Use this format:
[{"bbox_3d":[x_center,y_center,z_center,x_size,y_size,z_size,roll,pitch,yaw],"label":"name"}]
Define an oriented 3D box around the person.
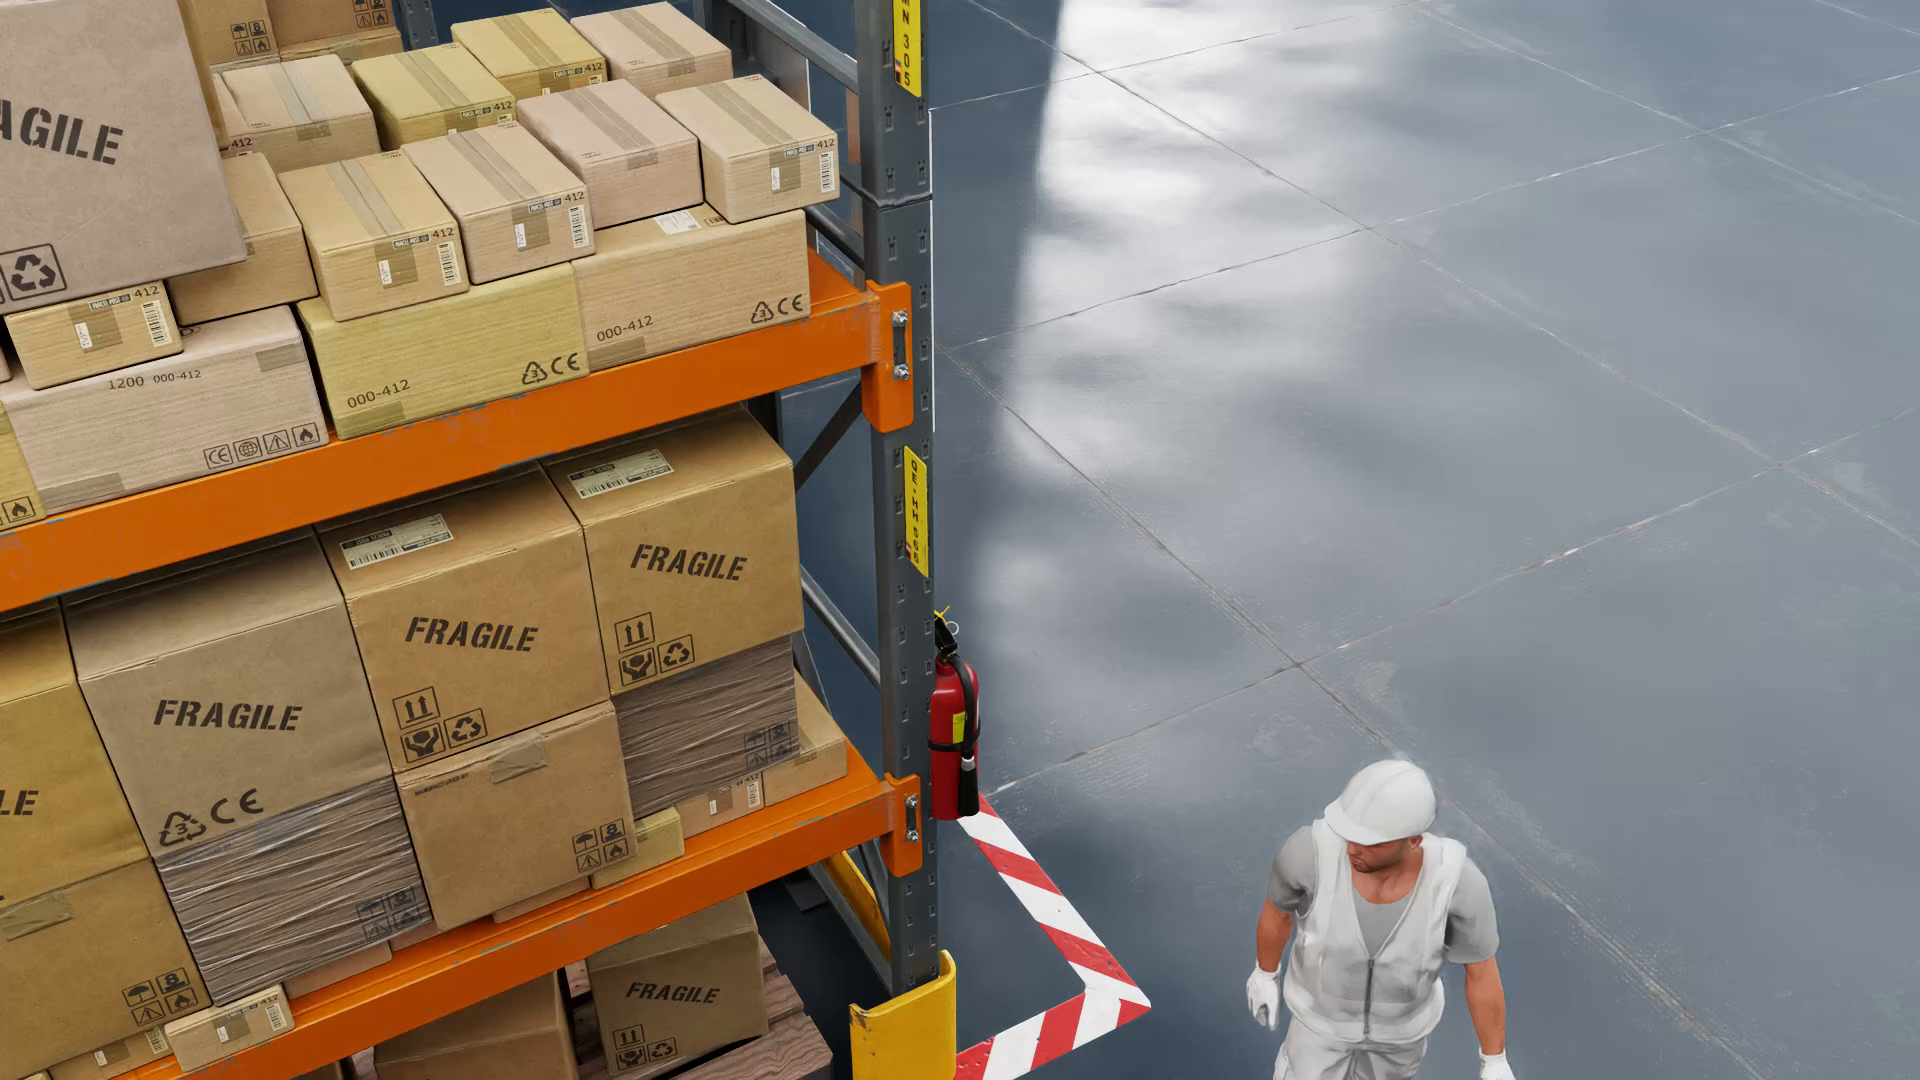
[{"bbox_3d":[1.099,1.305,4.362,0.661,1.807,0.700,3,37,4],"label":"person"}]
